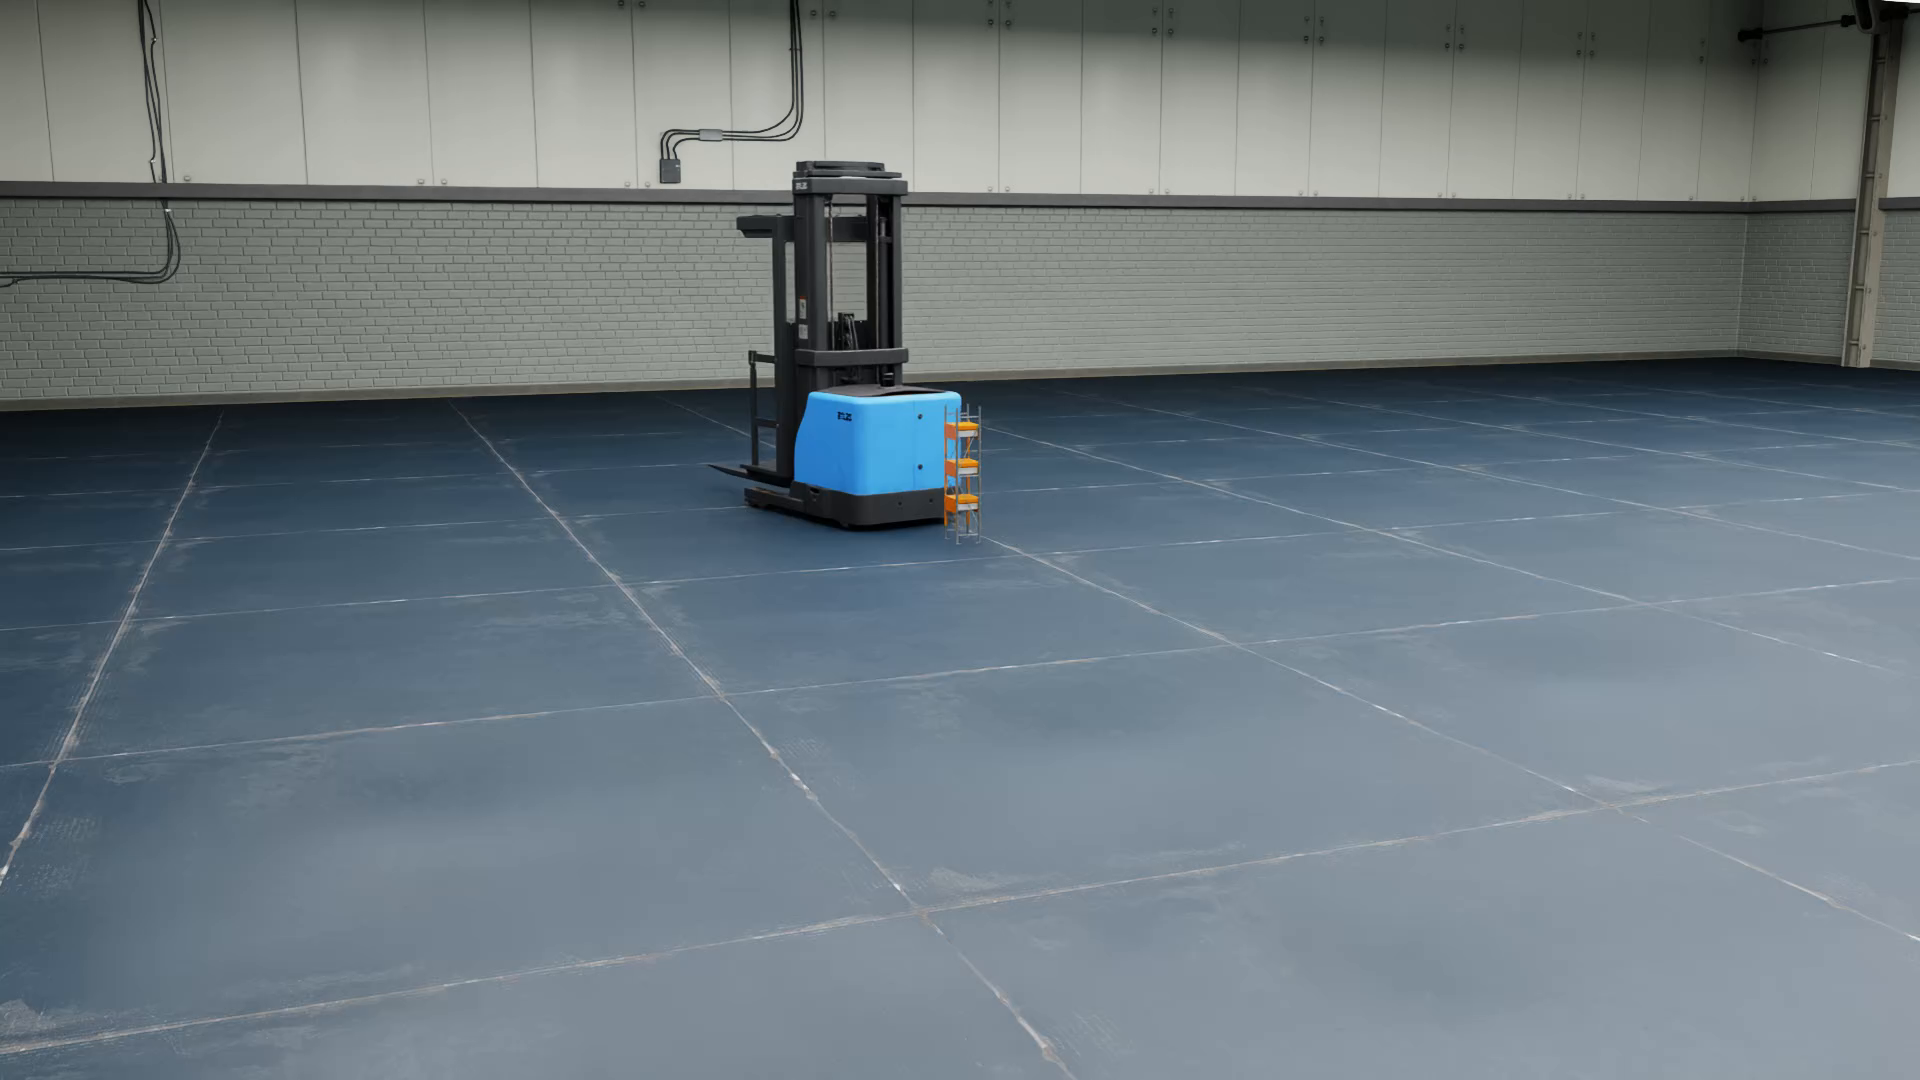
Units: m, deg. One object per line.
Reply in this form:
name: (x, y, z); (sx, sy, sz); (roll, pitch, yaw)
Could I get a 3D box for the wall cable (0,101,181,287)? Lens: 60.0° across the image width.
wall cable: (-12.376, -4.722, 22.640); (3.097, 2.526, 0.112); (-4, 11, -21)

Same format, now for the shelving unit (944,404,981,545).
shelving unit: (0.019, -0.508, 12.779); (0.215, 1.050, 0.252); (-4, 11, -21)

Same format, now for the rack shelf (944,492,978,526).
rack shelf: (0.019, -0.224, 12.830); (0.215, 0.259, 0.240); (-4, 11, -21)

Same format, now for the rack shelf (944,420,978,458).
rack shelf: (0.019, -0.777, 12.731); (0.215, 0.259, 0.240); (-4, 11, -21)

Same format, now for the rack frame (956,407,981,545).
rack frame: (0.064, -0.488, 12.667); (0.200, 1.050, 0.008); (-4, 11, -21)

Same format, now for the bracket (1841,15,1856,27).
bracket: (16.337, -9.503, 30.370); (0.235, 0.232, 0.430); (-4, 11, -21)

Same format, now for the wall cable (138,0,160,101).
wall cable: (-9.855, -7.381, 23.163); (3.097, 2.526, 0.112); (-4, 11, -21)

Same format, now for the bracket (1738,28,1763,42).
bracket: (15.478, -9.890, 32.545); (0.235, 0.232, 0.430); (-4, 11, -21)

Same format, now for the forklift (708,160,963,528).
forklift: (-1.230, -1.751, 14.396); (1.130, 2.935, 3.031); (-7, 12, -34)

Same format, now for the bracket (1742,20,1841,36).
bracket: (15.692, -9.793, 32.003); (0.076, 0.066, 3.189); (-4, 11, -21)

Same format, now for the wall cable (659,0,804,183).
wall cable: (-3.522, -8.525, 25.443); (2.305, 6.003, 0.169); (-4, 11, -21)

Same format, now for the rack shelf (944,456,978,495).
rack shelf: (0.019, -0.498, 12.781); (0.215, 0.259, 0.240); (-4, 11, -21)

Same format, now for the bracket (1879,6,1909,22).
bracket: (16.638, -9.367, 29.608); (0.235, 0.232, 0.430); (-4, 11, -21)

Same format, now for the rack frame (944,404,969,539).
rack frame: (-0.025, -0.528, 12.891); (0.200, 1.050, 0.008); (-4, 11, -21)

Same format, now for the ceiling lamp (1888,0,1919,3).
ceiling lamp: (13.595, -9.634, 24.601); (2.000, 3.144, 0.800); (-4, 11, -21)

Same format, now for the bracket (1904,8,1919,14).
bracket: (17.571, -8.947, 27.244); (0.076, 0.066, 4.783); (-4, 11, -21)

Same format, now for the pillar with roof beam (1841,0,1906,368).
pillar with roof beam: (12.806, -7.412, 28.895); (9.100, 9.000, 0.548); (-4, 11, -21)
